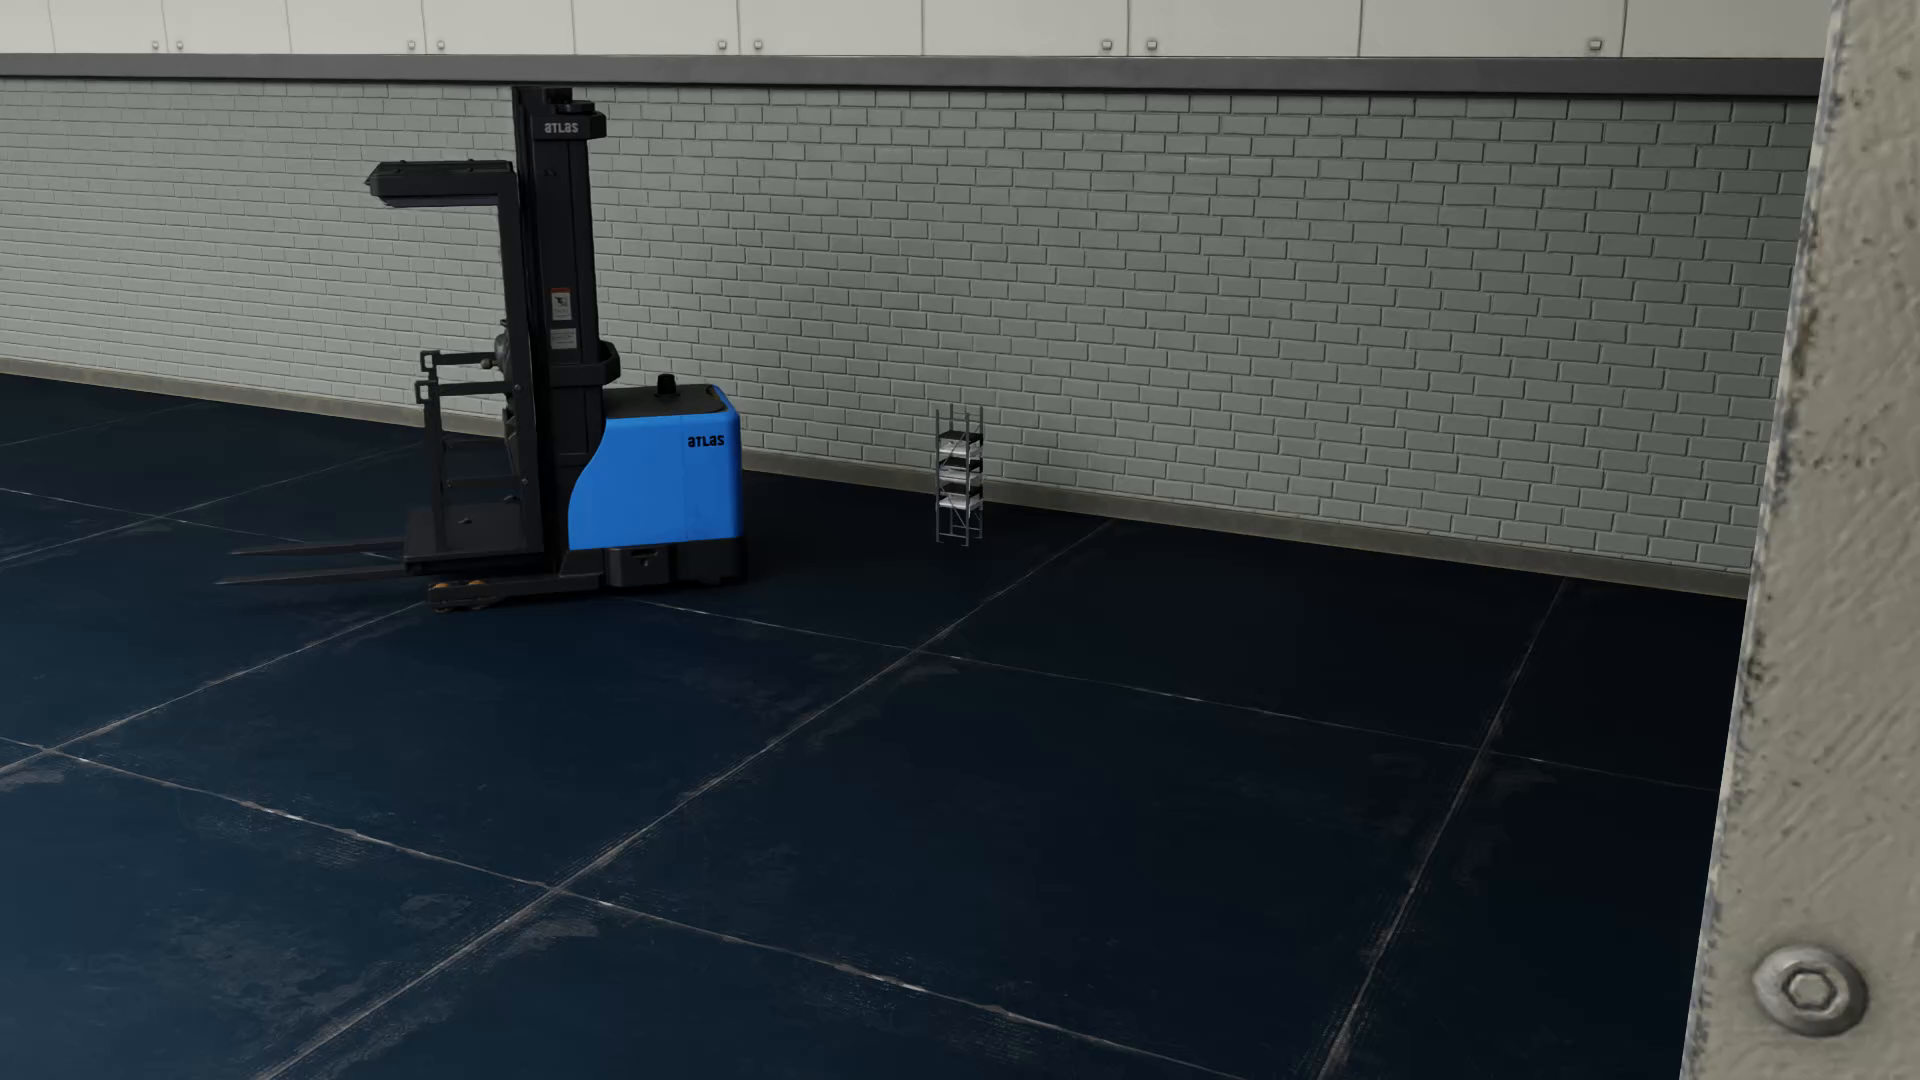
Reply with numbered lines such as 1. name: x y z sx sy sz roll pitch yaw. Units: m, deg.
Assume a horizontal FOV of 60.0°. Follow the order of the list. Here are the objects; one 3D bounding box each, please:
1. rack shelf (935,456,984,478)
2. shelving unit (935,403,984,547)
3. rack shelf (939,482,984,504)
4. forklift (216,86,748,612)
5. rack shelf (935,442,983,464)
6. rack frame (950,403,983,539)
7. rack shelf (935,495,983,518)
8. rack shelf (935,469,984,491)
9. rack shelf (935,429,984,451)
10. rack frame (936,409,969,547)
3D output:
1. rack shelf: -0.004 -0.484 10.945 0.258 0.077 0.200 8 18 25
2. shelving unit: -0.004 -0.429 10.961 0.258 0.900 0.210 8 18 25
3. rack shelf: -0.004 -0.311 10.997 0.258 0.077 0.200 8 18 25
4. forklift: -2.875 -1.151 9.824 3.031 2.935 1.130 -5 17 -15
5. rack shelf: -0.004 -0.570 10.920 0.258 0.077 0.200 8 18 25
6. rack frame: 0.042 -0.455 11.049 0.240 0.900 0.006 8 18 25
7. rack shelf: -0.004 -0.225 11.022 0.258 0.077 0.200 8 18 25
8. rack shelf: -0.004 -0.397 10.971 0.258 0.077 0.200 8 18 25
9. rack shelf: -0.004 -0.656 10.894 0.258 0.077 0.200 8 18 25
10. rack frame: -0.049 -0.403 10.874 0.240 0.900 0.006 8 18 25
